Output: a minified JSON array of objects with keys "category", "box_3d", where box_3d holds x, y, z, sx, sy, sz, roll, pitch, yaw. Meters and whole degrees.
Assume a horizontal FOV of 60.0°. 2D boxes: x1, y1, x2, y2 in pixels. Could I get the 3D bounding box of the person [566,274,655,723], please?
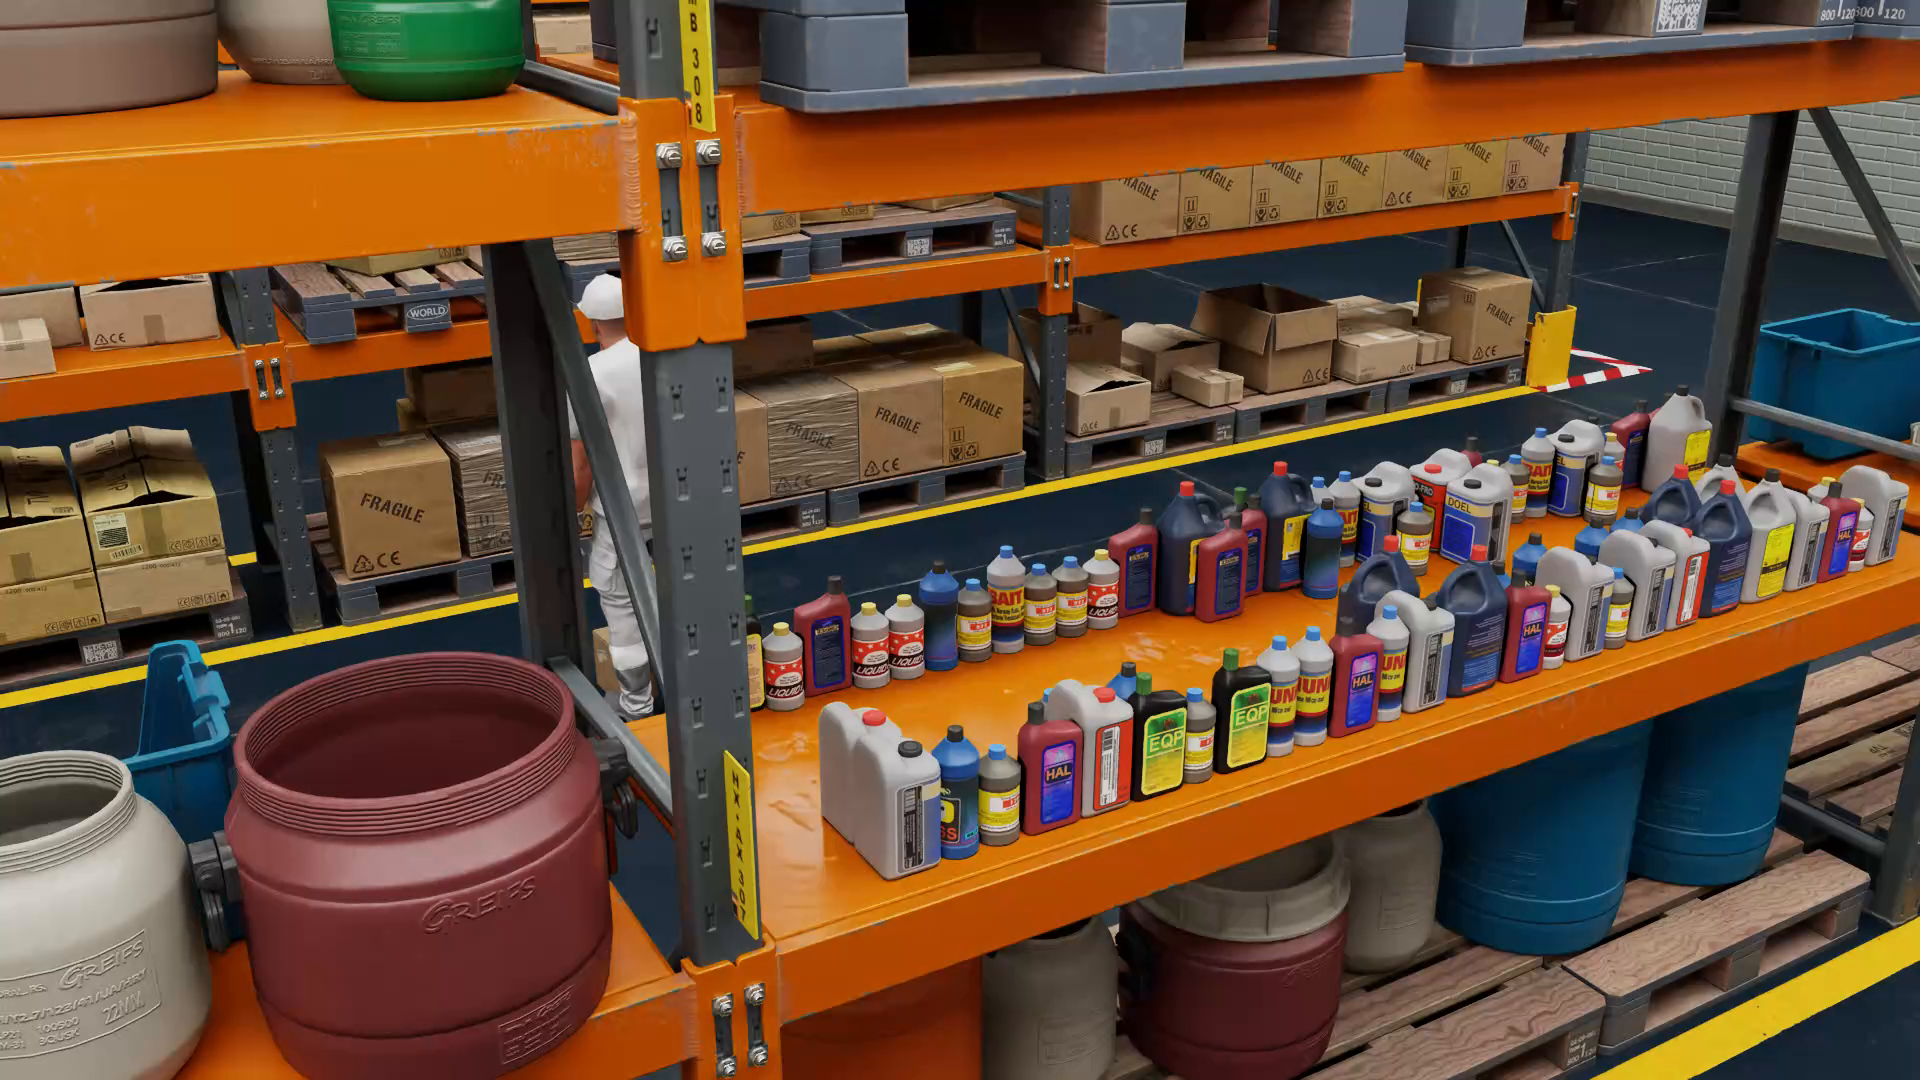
[{"category":"person","box_3d":[-1.241,-0.135,6.410,0.616,1.778,0.453,-14,26,-32]}]
